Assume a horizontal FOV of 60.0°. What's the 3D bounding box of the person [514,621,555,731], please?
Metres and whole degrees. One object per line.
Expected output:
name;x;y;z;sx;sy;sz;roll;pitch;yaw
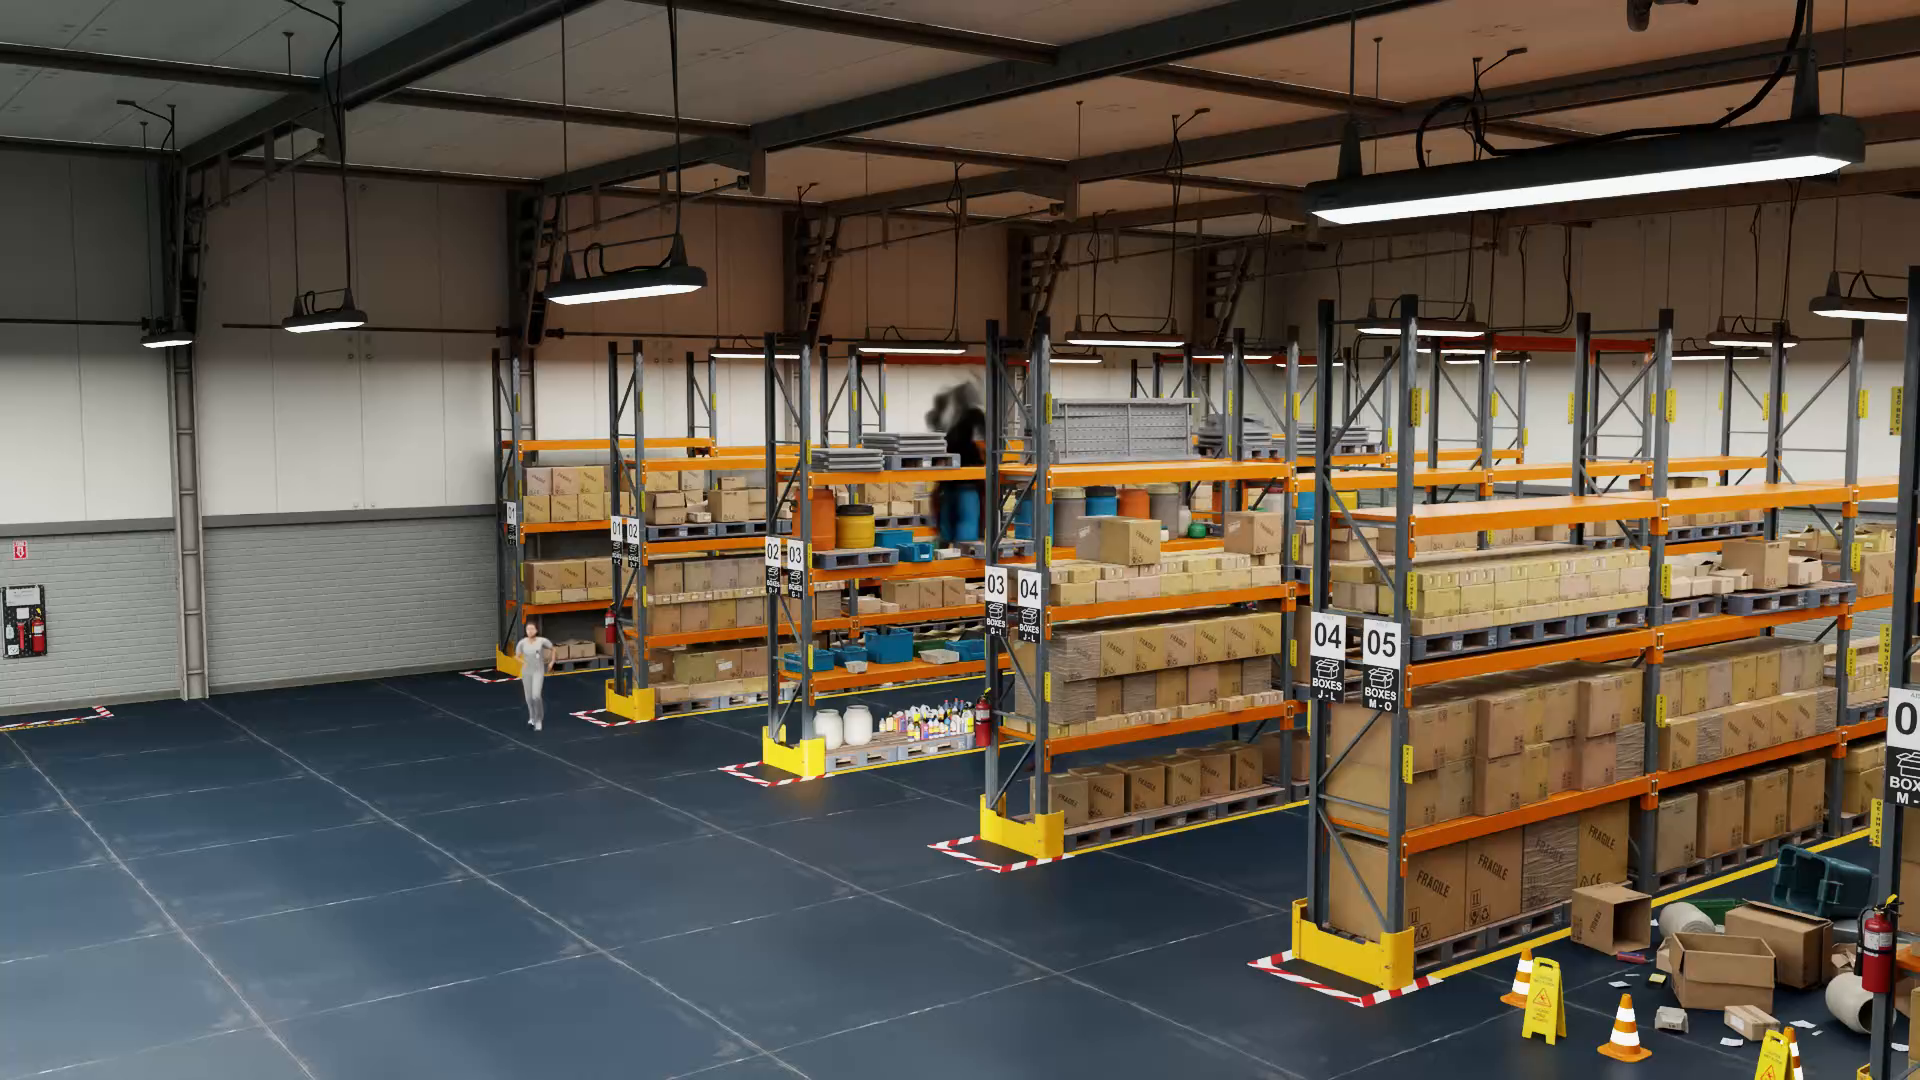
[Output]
person;-6.555;2.104;25.617;0.578;1.721;0.715;0;5;-2

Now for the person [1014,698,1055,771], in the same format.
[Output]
person;0.971;2.179;21.622;0.613;1.632;0.491;5;7;44
